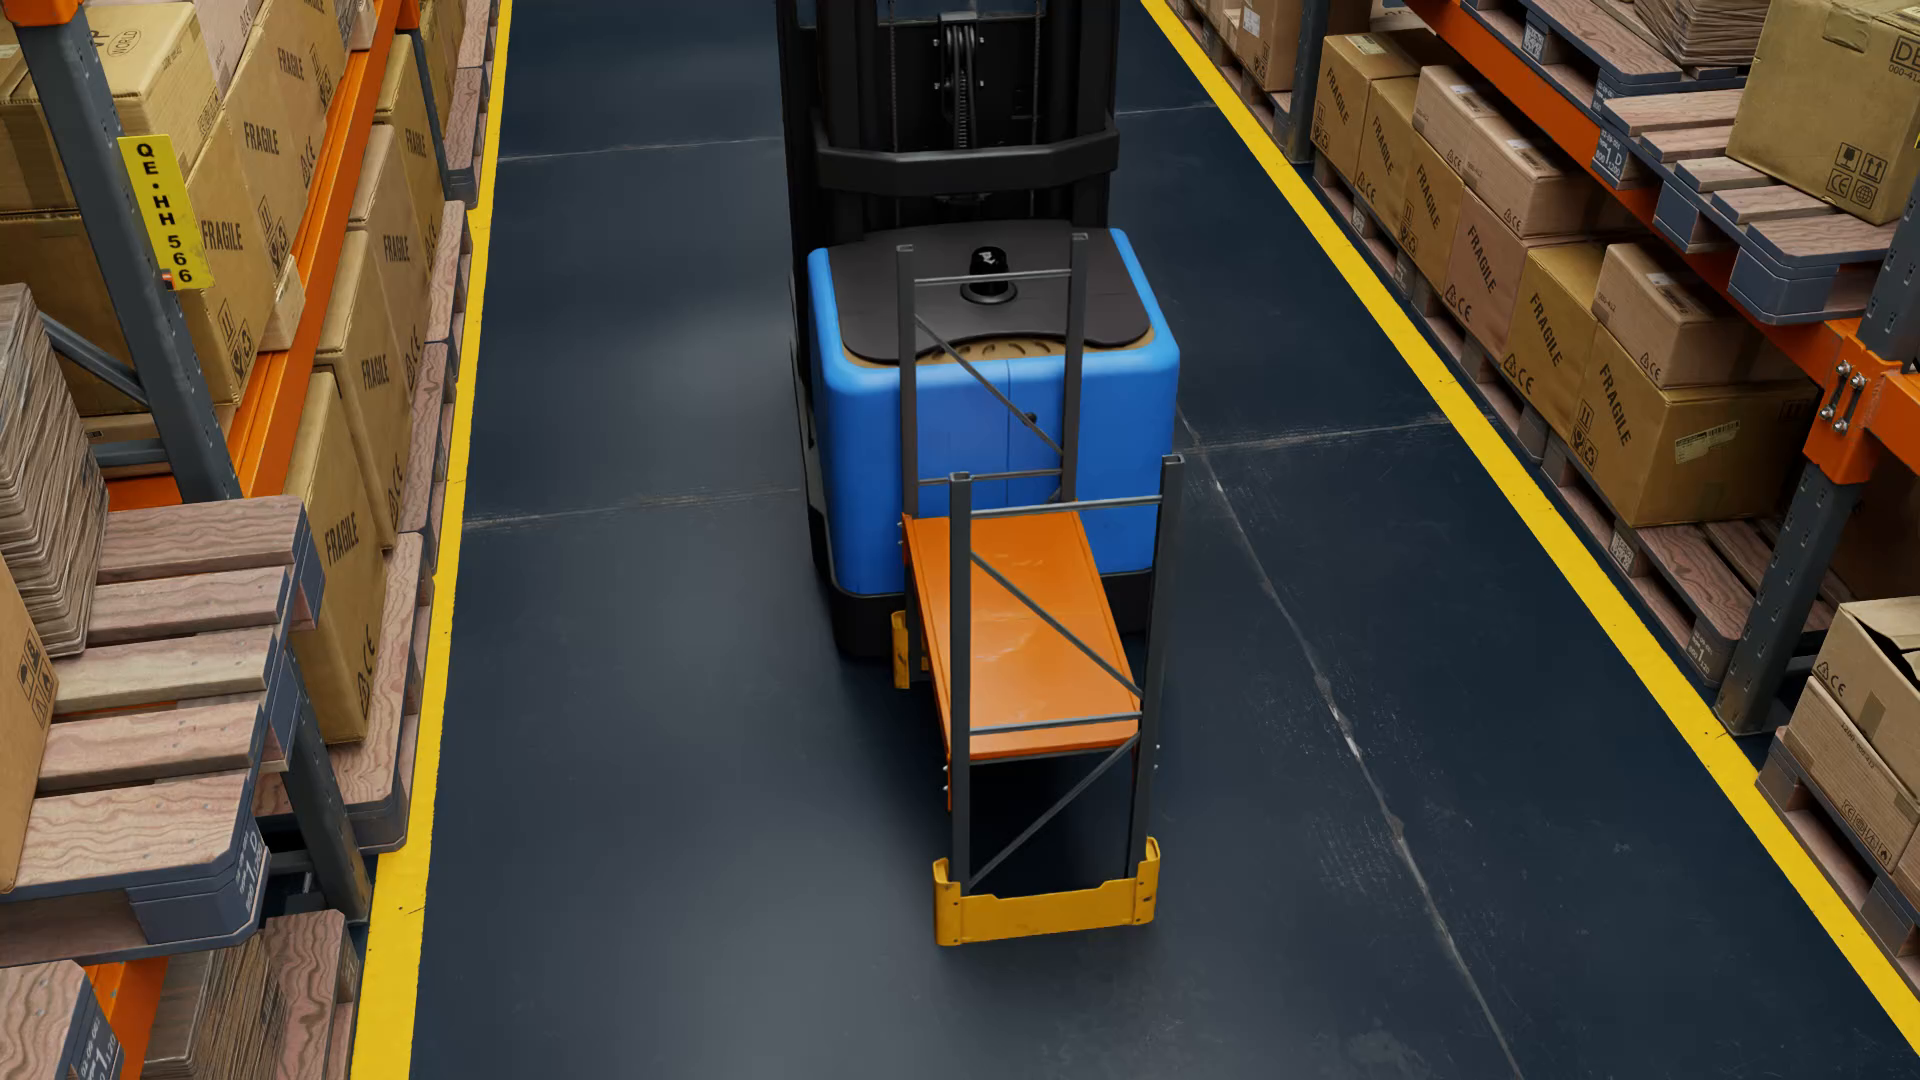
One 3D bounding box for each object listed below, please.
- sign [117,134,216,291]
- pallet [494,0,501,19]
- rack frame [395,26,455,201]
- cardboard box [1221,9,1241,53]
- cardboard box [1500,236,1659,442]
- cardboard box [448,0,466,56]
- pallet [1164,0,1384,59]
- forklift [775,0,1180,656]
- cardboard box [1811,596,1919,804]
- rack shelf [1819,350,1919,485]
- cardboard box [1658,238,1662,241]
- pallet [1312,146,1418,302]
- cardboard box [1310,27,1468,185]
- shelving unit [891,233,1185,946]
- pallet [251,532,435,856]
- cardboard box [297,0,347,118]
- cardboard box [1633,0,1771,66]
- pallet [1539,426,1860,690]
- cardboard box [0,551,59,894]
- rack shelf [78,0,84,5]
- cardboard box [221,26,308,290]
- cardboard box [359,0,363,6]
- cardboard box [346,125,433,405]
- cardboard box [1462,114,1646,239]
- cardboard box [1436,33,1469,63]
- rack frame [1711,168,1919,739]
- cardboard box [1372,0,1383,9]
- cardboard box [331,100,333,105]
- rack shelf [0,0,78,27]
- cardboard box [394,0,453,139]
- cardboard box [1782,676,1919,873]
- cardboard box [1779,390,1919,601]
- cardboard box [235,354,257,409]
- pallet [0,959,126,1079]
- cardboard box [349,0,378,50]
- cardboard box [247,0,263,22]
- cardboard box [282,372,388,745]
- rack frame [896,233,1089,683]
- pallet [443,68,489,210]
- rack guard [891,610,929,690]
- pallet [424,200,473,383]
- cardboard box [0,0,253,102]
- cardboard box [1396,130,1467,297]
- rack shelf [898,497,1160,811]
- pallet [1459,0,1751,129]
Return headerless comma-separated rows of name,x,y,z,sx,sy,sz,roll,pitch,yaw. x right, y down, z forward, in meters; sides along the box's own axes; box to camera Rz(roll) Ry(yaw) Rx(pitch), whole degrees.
sign,-1.548,-0.634,3.242,0.100,0.325,0.005,-6,38,-8
pallet,-3.265,-3.400,9.955,1.003,0.211,1.213,-6,38,-8
rack frame,-2.781,-2.560,6.600,1.000,3.000,0.127,-6,38,-8
cardboard box,1.591,-2.677,8.715,0.380,0.149,0.250,-6,38,-8
cardboard box,2.311,-0.718,5.908,0.500,0.500,0.500,-8,38,-10
cardboard box,-2.984,-2.815,8.624,0.700,0.500,0.500,-5,38,-7
pallet,1.758,-3.147,9.629,1.003,0.211,1.213,-6,38,-8
forklift,-0.071,-1.694,5.542,1.130,2.935,3.031,-5,38,-6
cardboard box,2.599,0.367,4.274,0.500,0.311,0.500,-5,38,-6
rack shelf,3.147,0.813,2.845,1.077,0.370,4.000,-6,38,-8
cardboard box,2.817,-0.790,6.001,0.500,0.500,0.500,-7,38,-9
pallet,2.275,-1.507,7.517,1.003,0.211,1.213,-6,38,-8
cardboard box,1.940,-1.963,7.511,0.500,0.500,0.500,-8,39,-10
shelving unit,0.155,0.126,4.366,0.587,1.500,1.083,-5,38,-6
pallet,-2.144,0.473,4.969,1.003,0.211,1.213,-6,38,-8
cardboard box,-2.181,-1.561,4.973,0.500,0.500,0.500,-5,38,-7
cardboard box,2.602,-1.826,5.231,0.700,0.500,0.500,0,38,1
pallet,2.703,-0.033,5.620,1.003,0.211,1.213,-6,38,-8
cardboard box,-1.863,0.260,2.530,0.700,0.500,0.500,-10,39,-12
rack shelf,-2.431,-2.252,4.346,1.077,0.370,4.000,-6,38,-8
cardboard box,-1.996,-0.947,4.184,0.500,0.500,0.500,-5,38,-6
cardboard box,-2.353,-2.166,5.753,0.500,0.500,0.500,-6,38,-8
cardboard box,-2.381,-0.962,5.953,0.750,0.750,0.750,-5,38,-7
cardboard box,2.204,-1.352,6.114,0.500,0.250,0.500,-7,38,-9
cardboard box,2.464,-2.014,7.577,0.500,0.500,0.500,-6,38,-8
rack frame,2.796,-0.679,4.179,1.000,3.000,0.127,-6,38,-8
cardboard box,2.073,-2.948,9.051,0.380,0.166,0.250,-6,38,-8
cardboard box,-2.264,-1.523,5.454,0.380,0.149,0.250,-7,38,-9
rack shelf,-1.729,0.164,1.236,1.077,0.370,4.000,-6,38,-8
cardboard box,-2.812,-2.201,7.834,0.700,0.500,0.500,-6,38,-7
cardboard box,2.599,0.589,4.446,0.500,0.250,0.500,-6,38,-8
cardboard box,2.998,-0.171,5.204,0.500,0.500,0.500,-5,38,-6
cardboard box,-1.945,-0.430,4.046,0.380,0.149,0.250,-6,38,-7
pallet,-1.693,1.123,2.016,1.003,0.211,1.213,-6,38,-8
cardboard box,-2.271,-1.830,5.850,0.380,0.149,0.250,-6,38,-8
cardboard box,-2.092,-1.533,4.327,0.500,0.250,0.500,-6,38,-8
cardboard box,-2.080,0.081,4.611,0.750,0.750,0.750,-7,38,-9
rack frame,0.085,-0.178,4.756,0.500,1.500,0.032,-5,38,-6
pallet,-2.838,-1.926,8.058,1.003,0.211,1.213,-6,38,-8
rack guard,0.085,0.317,5.138,0.587,0.250,0.087,-5,38,-6
pallet,-2.572,-1.001,6.866,1.003,0.211,1.213,-6,38,-8
cardboard box,-2.001,-1.231,3.939,0.500,0.250,0.500,-7,38,-9
cardboard box,2.125,-1.340,6.708,0.500,0.500,0.500,-6,38,-7
rack shelf,0.156,0.273,4.469,0.538,0.185,1.000,-5,38,-6
pallet,2.451,-1.777,5.749,1.003,0.211,1.213,-6,38,-8
